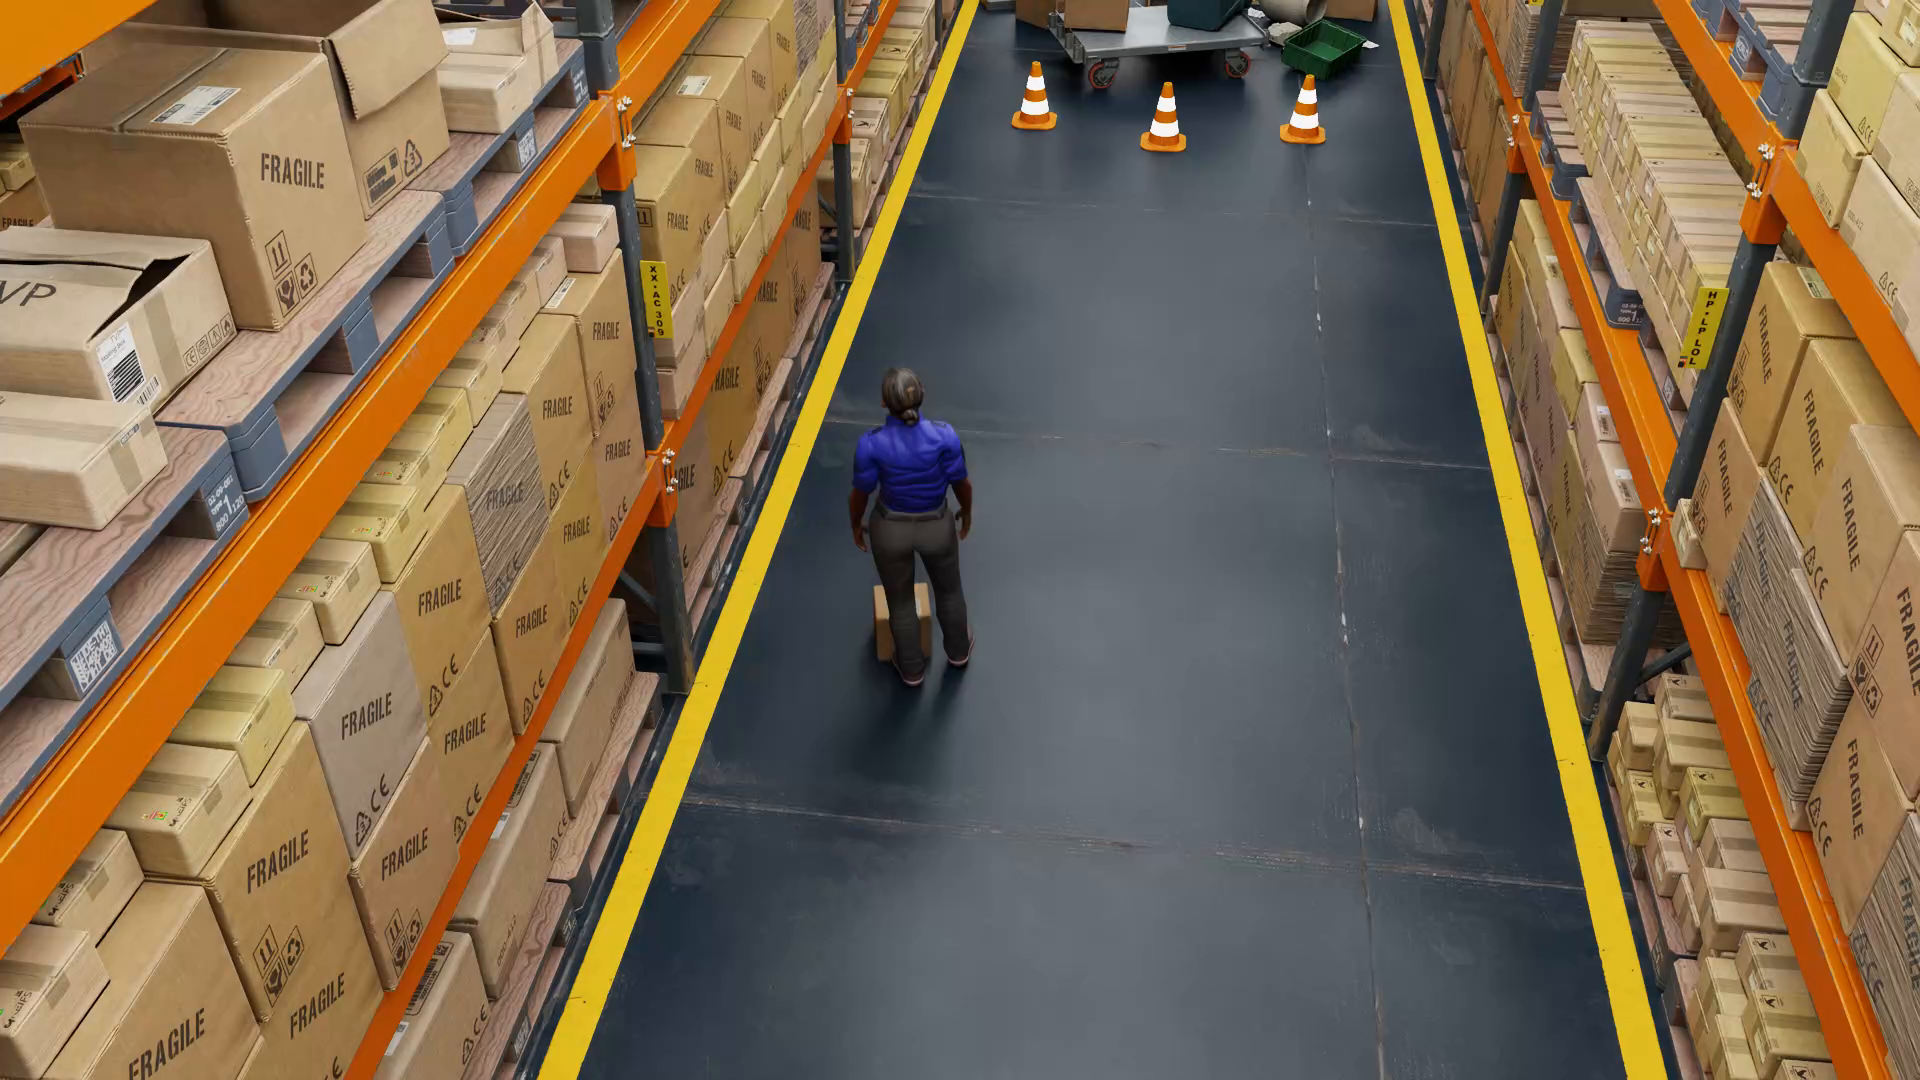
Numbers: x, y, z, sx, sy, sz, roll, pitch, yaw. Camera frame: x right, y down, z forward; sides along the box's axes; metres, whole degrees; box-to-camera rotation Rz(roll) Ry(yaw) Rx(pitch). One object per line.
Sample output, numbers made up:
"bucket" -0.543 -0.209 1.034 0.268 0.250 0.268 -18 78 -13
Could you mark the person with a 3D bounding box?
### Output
"person" -0.196 -0.086 7.146 0.565 1.654 0.505 -4 37 -5
